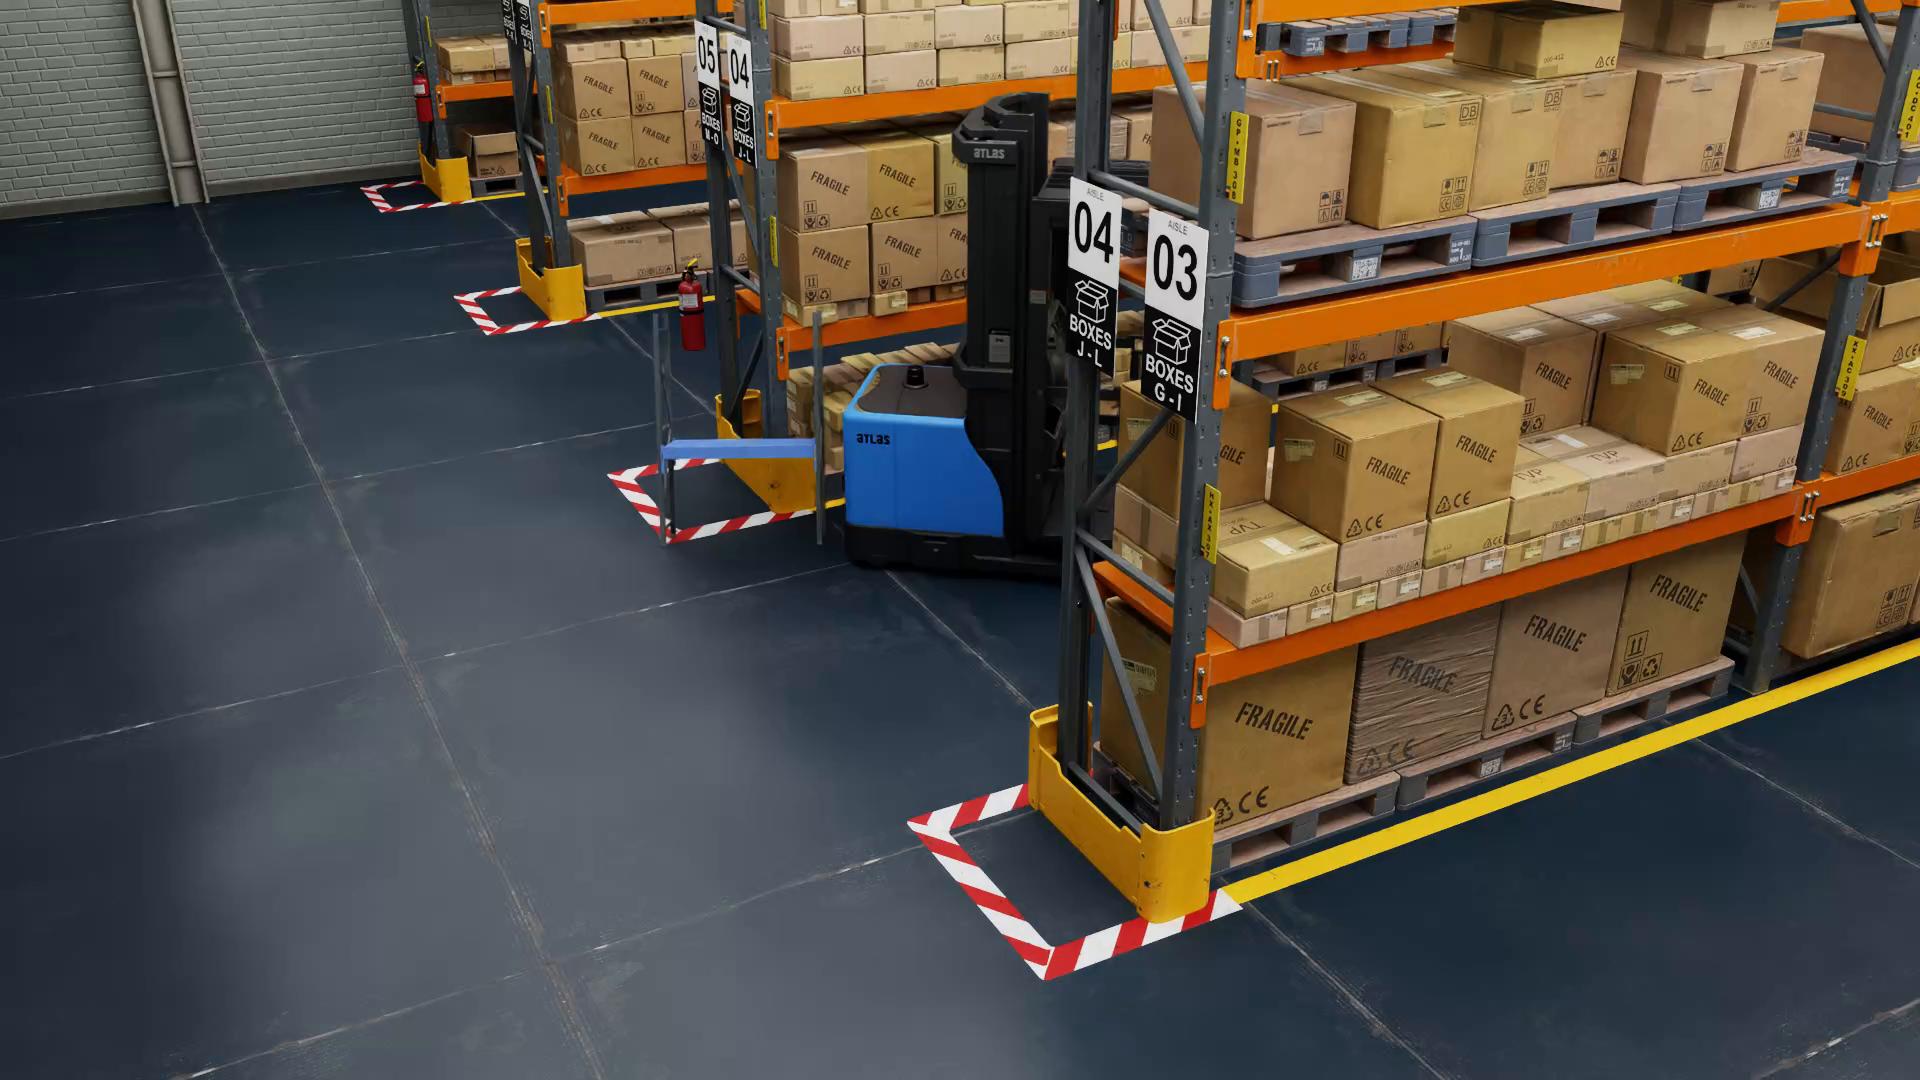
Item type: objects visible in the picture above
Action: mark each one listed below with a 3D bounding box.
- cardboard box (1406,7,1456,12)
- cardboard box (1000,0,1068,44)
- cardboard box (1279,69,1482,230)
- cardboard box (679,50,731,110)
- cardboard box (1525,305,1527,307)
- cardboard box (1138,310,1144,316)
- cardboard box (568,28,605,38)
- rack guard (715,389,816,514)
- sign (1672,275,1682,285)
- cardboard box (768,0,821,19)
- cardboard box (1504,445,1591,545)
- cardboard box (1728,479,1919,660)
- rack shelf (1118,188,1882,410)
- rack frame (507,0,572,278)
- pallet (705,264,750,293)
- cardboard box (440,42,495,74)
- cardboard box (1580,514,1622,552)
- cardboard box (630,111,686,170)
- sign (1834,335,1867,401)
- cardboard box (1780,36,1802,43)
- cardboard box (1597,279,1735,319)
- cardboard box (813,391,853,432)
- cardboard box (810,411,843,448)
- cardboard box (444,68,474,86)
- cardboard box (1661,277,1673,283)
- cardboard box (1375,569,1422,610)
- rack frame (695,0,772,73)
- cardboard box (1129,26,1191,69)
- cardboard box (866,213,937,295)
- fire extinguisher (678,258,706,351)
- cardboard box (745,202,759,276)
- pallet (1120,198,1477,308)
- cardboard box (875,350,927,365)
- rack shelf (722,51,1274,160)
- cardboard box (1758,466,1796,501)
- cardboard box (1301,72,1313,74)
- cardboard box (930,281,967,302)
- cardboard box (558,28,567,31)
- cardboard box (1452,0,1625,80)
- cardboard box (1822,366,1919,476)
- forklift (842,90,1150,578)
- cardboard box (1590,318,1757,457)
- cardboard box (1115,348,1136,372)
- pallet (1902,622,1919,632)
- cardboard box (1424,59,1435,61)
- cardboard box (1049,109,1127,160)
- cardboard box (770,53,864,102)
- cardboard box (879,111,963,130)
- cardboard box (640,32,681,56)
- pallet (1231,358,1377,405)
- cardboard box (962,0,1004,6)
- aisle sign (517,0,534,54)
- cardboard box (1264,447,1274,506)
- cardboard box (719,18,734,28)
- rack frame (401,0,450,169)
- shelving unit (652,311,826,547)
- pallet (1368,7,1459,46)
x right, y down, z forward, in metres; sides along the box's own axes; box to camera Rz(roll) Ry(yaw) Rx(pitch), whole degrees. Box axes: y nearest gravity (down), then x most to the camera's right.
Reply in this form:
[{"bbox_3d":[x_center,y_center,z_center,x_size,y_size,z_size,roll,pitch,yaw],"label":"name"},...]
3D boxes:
[{"bbox_3d":[3.482,-4.433,12.948,0.637,0.503,0.797,-13,29,-26],"label":"cardboard box"},{"bbox_3d":[0.394,-3.575,11.360,0.500,0.250,0.500,-14,29,-27],"label":"cardboard box"},{"bbox_3d":[1.759,-1.678,7.097,0.500,0.500,0.700,-14,29,-27],"label":"cardboard box"},{"bbox_3d":[-2.430,-4.337,15.546,0.500,0.500,0.500,-13,29,-25],"label":"cardboard box"},{"bbox_3d":[4.669,-2.120,14.602,0.500,0.500,0.500,-12,28,-23],"label":"cardboard box"},{"bbox_3d":[1.656,-1.762,13.576,0.250,0.149,0.380,-12,28,-23],"label":"cardboard box"},{"bbox_3d":[-3.456,-4.635,15.418,0.250,0.149,0.380,-12,28,-24],"label":"cardboard box"},{"bbox_3d":[-1.405,-0.655,12.036,0.348,0.500,1.175,-13,29,-25],"label":"rack guard"},{"bbox_3d":[4.038,-1.358,9.366,0.005,0.325,0.100,-13,29,-25],"label":"sign"},{"bbox_3d":[-1.079,-3.435,10.608,0.250,0.149,0.380,-13,29,-26],"label":"cardboard box"},{"bbox_3d":[2.682,-0.230,8.093,0.500,0.250,0.500,-14,29,-26],"label":"cardboard box"},{"bbox_3d":[4.857,-0.036,9.828,0.875,0.875,1.225,-13,29,-25],"label":"cardboard box"},{"bbox_3d":[2.537,-1.287,7.830,4.000,0.370,1.077,-13,29,-25],"label":"rack shelf"},{"bbox_3d":[-3.891,-3.636,15.358,0.127,3.000,1.000,-13,29,-25],"label":"rack frame"},{"bbox_3d":[-2.147,-2.818,16.877,1.213,0.211,1.003,-13,29,-25],"label":"pallet"},{"bbox_3d":[-5.703,-5.587,19.251,0.500,0.250,0.500,-13,28,-25],"label":"cardboard box"},{"bbox_3d":[3.053,-0.104,8.291,0.250,0.149,0.380,-13,29,-26],"label":"cardboard box"},{"bbox_3d":[-2.899,-3.783,15.548,0.500,0.500,0.500,-13,29,-26],"label":"cardboard box"},{"bbox_3d":[4.564,-0.880,8.526,0.005,0.325,0.100,-13,29,-25],"label":"sign"},{"bbox_3d":[8.228,-4.497,15.880,0.500,0.500,0.700,-14,29,-26],"label":"cardboard box"},{"bbox_3d":[3.759,-1.071,8.978,0.500,0.500,0.500,-13,29,-25],"label":"cardboard box"},{"bbox_3d":[-0.850,-0.916,11.812,0.250,0.149,0.380,-14,29,-27],"label":"cardboard box"},{"bbox_3d":[-0.889,-0.813,11.943,0.250,0.149,0.380,-12,28,-23],"label":"cardboard box"},{"bbox_3d":[-5.811,-5.380,19.280,0.250,0.149,0.380,-13,29,-25],"label":"cardboard box"},{"bbox_3d":[6.166,-2.660,15.439,0.750,0.750,1.050,-13,29,-26],"label":"cardboard box"},{"bbox_3d":[1.922,0.157,7.748,0.250,0.149,0.380,-13,29,-26],"label":"cardboard box"},{"bbox_3d":[-1.472,-4.471,10.165,0.127,3.000,1.000,-13,29,-25],"label":"rack frame"},{"bbox_3d":[1.305,-3.565,11.918,0.500,0.250,0.500,-13,29,-25],"label":"cardboard box"},{"bbox_3d":[-0.486,-2.050,11.595,0.500,0.500,0.500,-13,29,-25],"label":"cardboard box"},{"bbox_3d":[-1.912,-1.688,11.821,0.183,0.674,0.296,-13,29,-25],"label":"fire extinguisher"},{"bbox_3d":[-1.197,-2.135,11.772,0.500,0.500,0.500,-12,28,-24],"label":"cardboard box"},{"bbox_3d":[1.422,-1.319,7.168,1.213,0.211,1.003,-13,29,-25],"label":"pallet"},{"bbox_3d":[-0.449,-1.302,12.618,0.250,0.149,0.380,-14,29,-27],"label":"cardboard box"},{"bbox_3d":[0.292,-3.201,11.818,4.000,0.370,1.077,-13,29,-25],"label":"rack shelf"},{"bbox_3d":[4.187,-0.366,8.836,0.250,0.149,0.380,-13,28,-25],"label":"cardboard box"},{"bbox_3d":[3.808,-5.381,18.798,0.250,0.149,0.380,-15,29,-28],"label":"cardboard box"},{"bbox_3d":[-0.149,-1.847,11.921,0.250,0.149,0.380,-13,29,-26],"label":"cardboard box"},{"bbox_3d":[-4.593,-6.103,20.324,0.500,0.250,0.500,-13,29,-25],"label":"cardboard box"},{"bbox_3d":[2.560,-2.229,7.378,0.500,0.250,0.500,-14,29,-27],"label":"cardboard box"},{"bbox_3d":[4.825,-0.709,9.146,0.500,0.500,0.500,-13,29,-25],"label":"cardboard box"},{"bbox_3d":[0.809,-1.248,10.464,3.031,2.935,1.130,4,26,9],"label":"forklift"},{"bbox_3d":[3.578,-0.774,8.360,0.500,0.500,0.500,-13,28,-25],"label":"cardboard box"},{"bbox_3d":[1.177,-1.438,12.900,0.250,0.149,0.380,-12,28,-23],"label":"cardboard box"},{"bbox_3d":[6.025,0.155,10.684,1.213,0.211,1.003,-13,29,-25],"label":"pallet"},{"bbox_3d":[5.467,-5.744,19.552,0.250,0.149,0.380,-13,29,-25],"label":"cardboard box"},{"bbox_3d":[0.858,-2.806,12.014,0.500,0.500,0.500,-12,28,-24],"label":"cardboard box"},{"bbox_3d":[-0.956,-3.045,10.833,0.500,0.250,0.500,-12,28,-23],"label":"cardboard box"},{"bbox_3d":[-0.284,-2.797,11.995,0.500,0.500,0.500,-11,28,-23],"label":"cardboard box"},{"bbox_3d":[-2.742,-4.541,15.222,0.250,0.149,0.380,-14,29,-27],"label":"cardboard box"},{"bbox_3d":[2.743,-1.483,14.095,1.213,0.211,1.003,-13,29,-25],"label":"pallet"},{"bbox_3d":[0.098,-3.667,11.091,0.250,0.149,0.380,-12,28,-24],"label":"cardboard box"},{"bbox_3d":[-3.818,-4.683,14.534,0.004,0.787,0.394,-13,29,-25],"label":"aisle sign"},{"bbox_3d":[1.523,-0.221,8.074,0.500,0.250,0.500,-14,29,-26],"label":"cardboard box"},{"bbox_3d":[-2.328,-4.901,15.972,0.250,0.149,0.380,-12,28,-23],"label":"cardboard box"},{"bbox_3d":[-6.230,-5.531,19.304,0.127,3.000,1.000,-13,29,-25],"label":"rack frame"},{"bbox_3d":[-1.435,-0.742,10.953,1.048,1.500,0.538,-1,9,-1],"label":"shelving unit"},{"bbox_3d":[3.566,-4.146,13.171,1.003,0.211,1.213,-13,29,-25],"label":"pallet"}]
